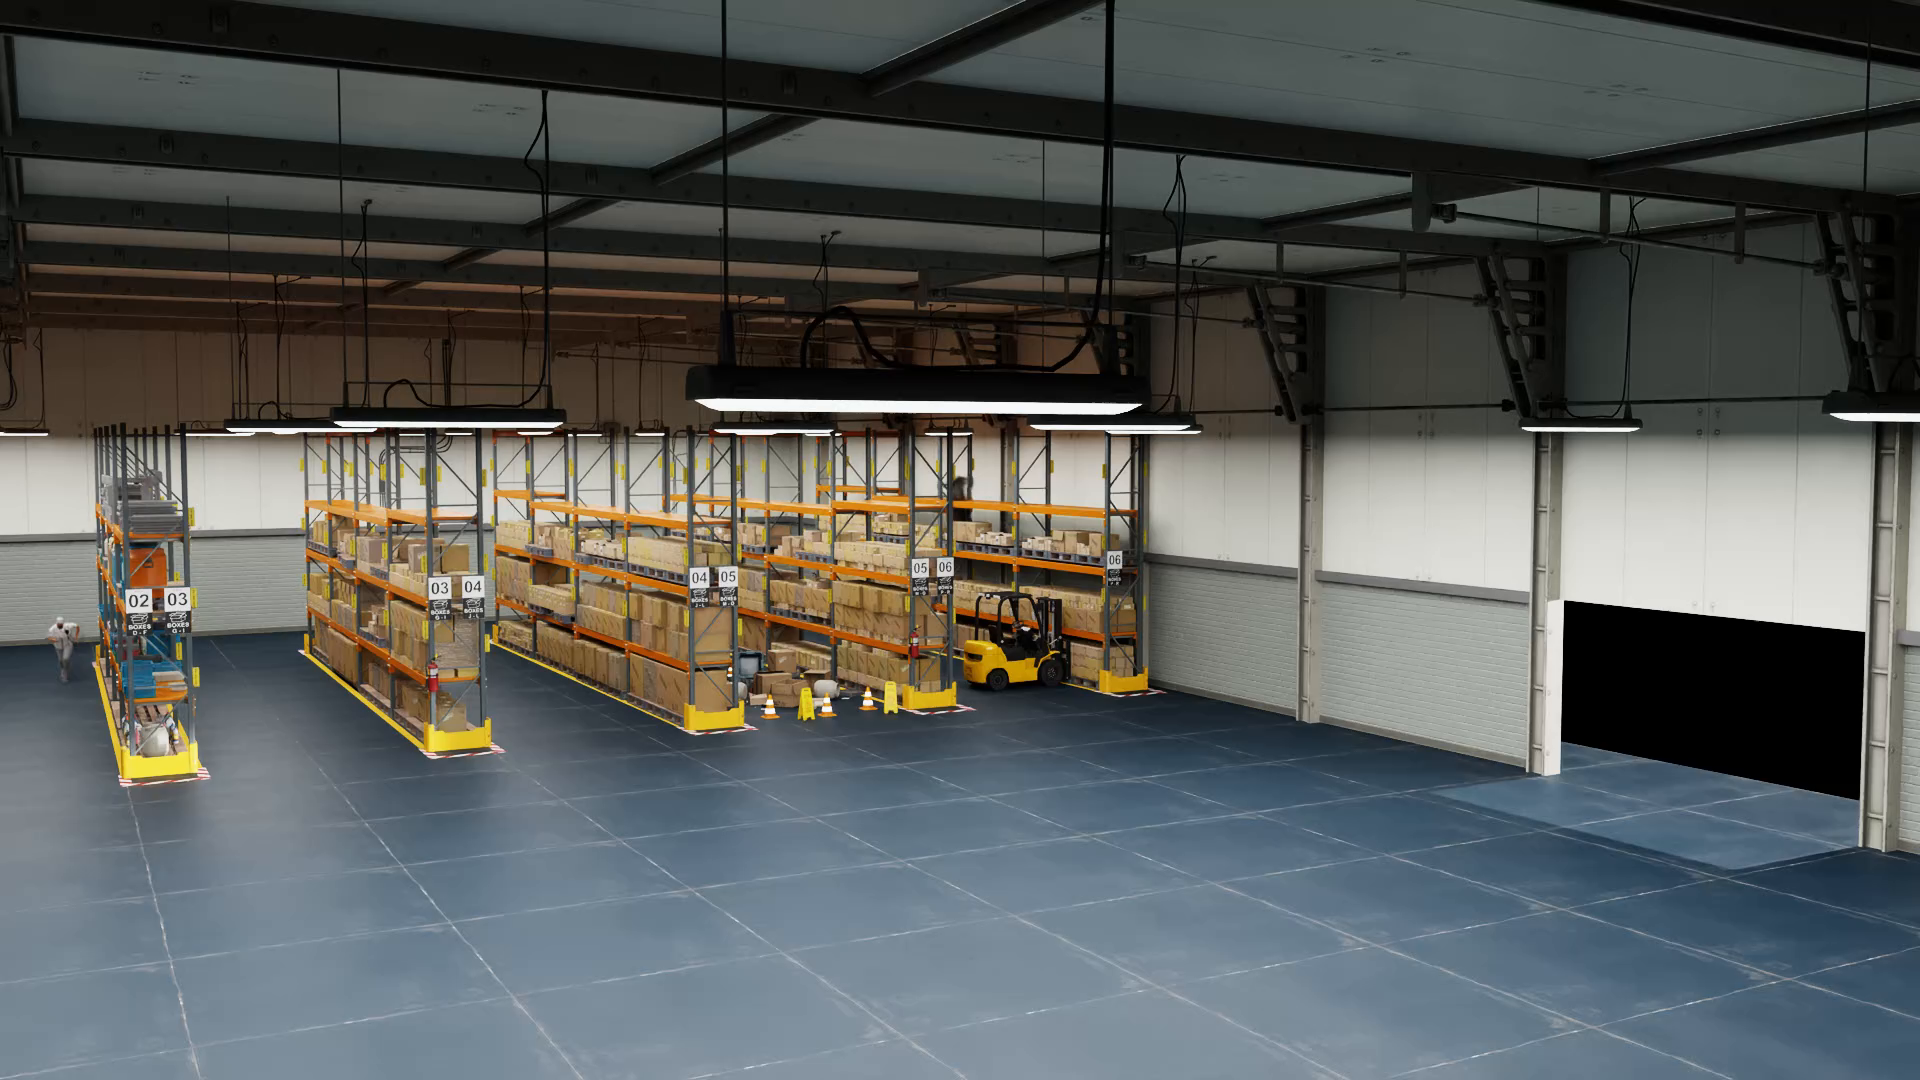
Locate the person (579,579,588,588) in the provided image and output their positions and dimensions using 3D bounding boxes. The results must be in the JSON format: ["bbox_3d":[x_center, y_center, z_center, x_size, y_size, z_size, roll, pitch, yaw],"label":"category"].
[{"bbox_3d":[-11.584,1.904,51.432,0.569,1.426,0.750,1,4,13],"label":"person"}]

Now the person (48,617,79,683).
[{"bbox_3d":[-21.225,2.588,39.402,0.648,1.619,0.982,-1,4,-19],"label":"person"}]
